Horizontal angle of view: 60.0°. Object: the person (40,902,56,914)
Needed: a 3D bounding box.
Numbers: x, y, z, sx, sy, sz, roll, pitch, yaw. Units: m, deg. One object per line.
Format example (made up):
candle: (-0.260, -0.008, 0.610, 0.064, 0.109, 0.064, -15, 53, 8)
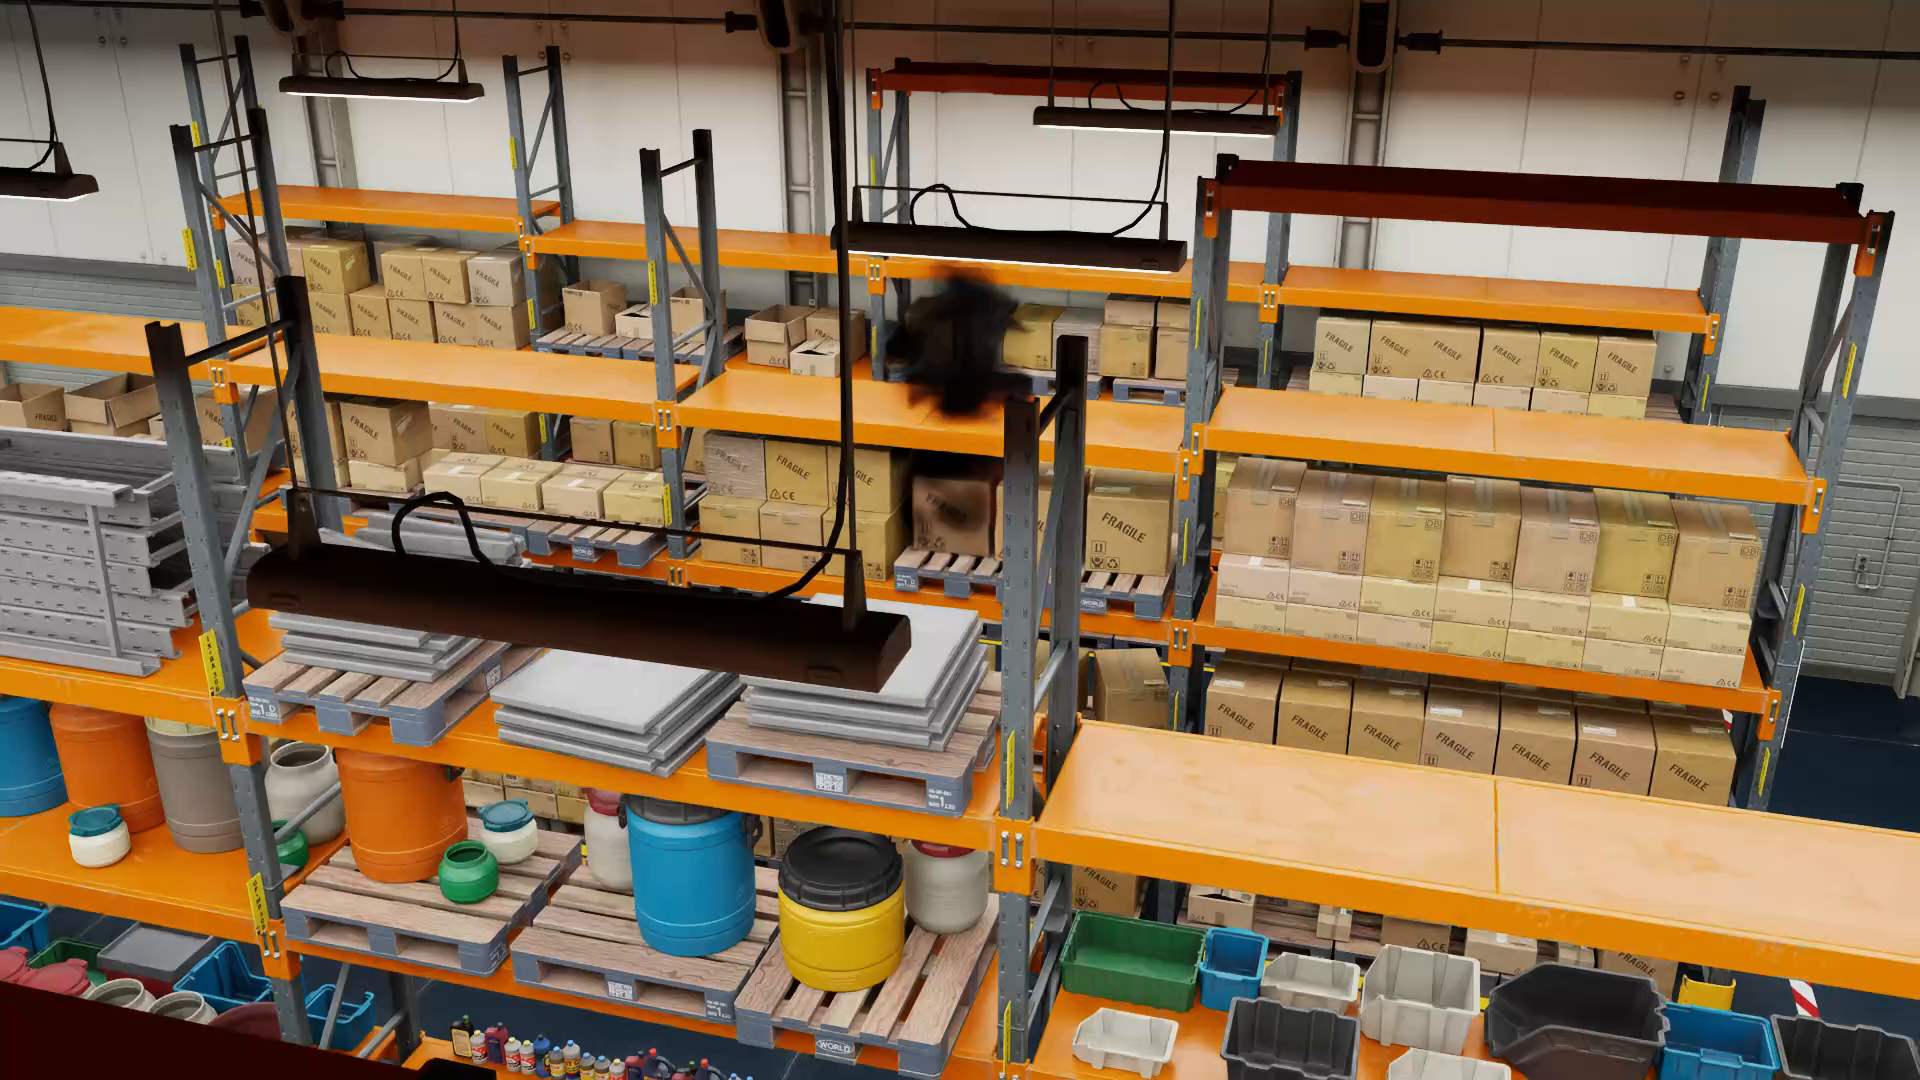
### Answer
person: (-7.603, 2.398, 12.866, 0.993, 1.724, 0.642, 3, 23, 8)
